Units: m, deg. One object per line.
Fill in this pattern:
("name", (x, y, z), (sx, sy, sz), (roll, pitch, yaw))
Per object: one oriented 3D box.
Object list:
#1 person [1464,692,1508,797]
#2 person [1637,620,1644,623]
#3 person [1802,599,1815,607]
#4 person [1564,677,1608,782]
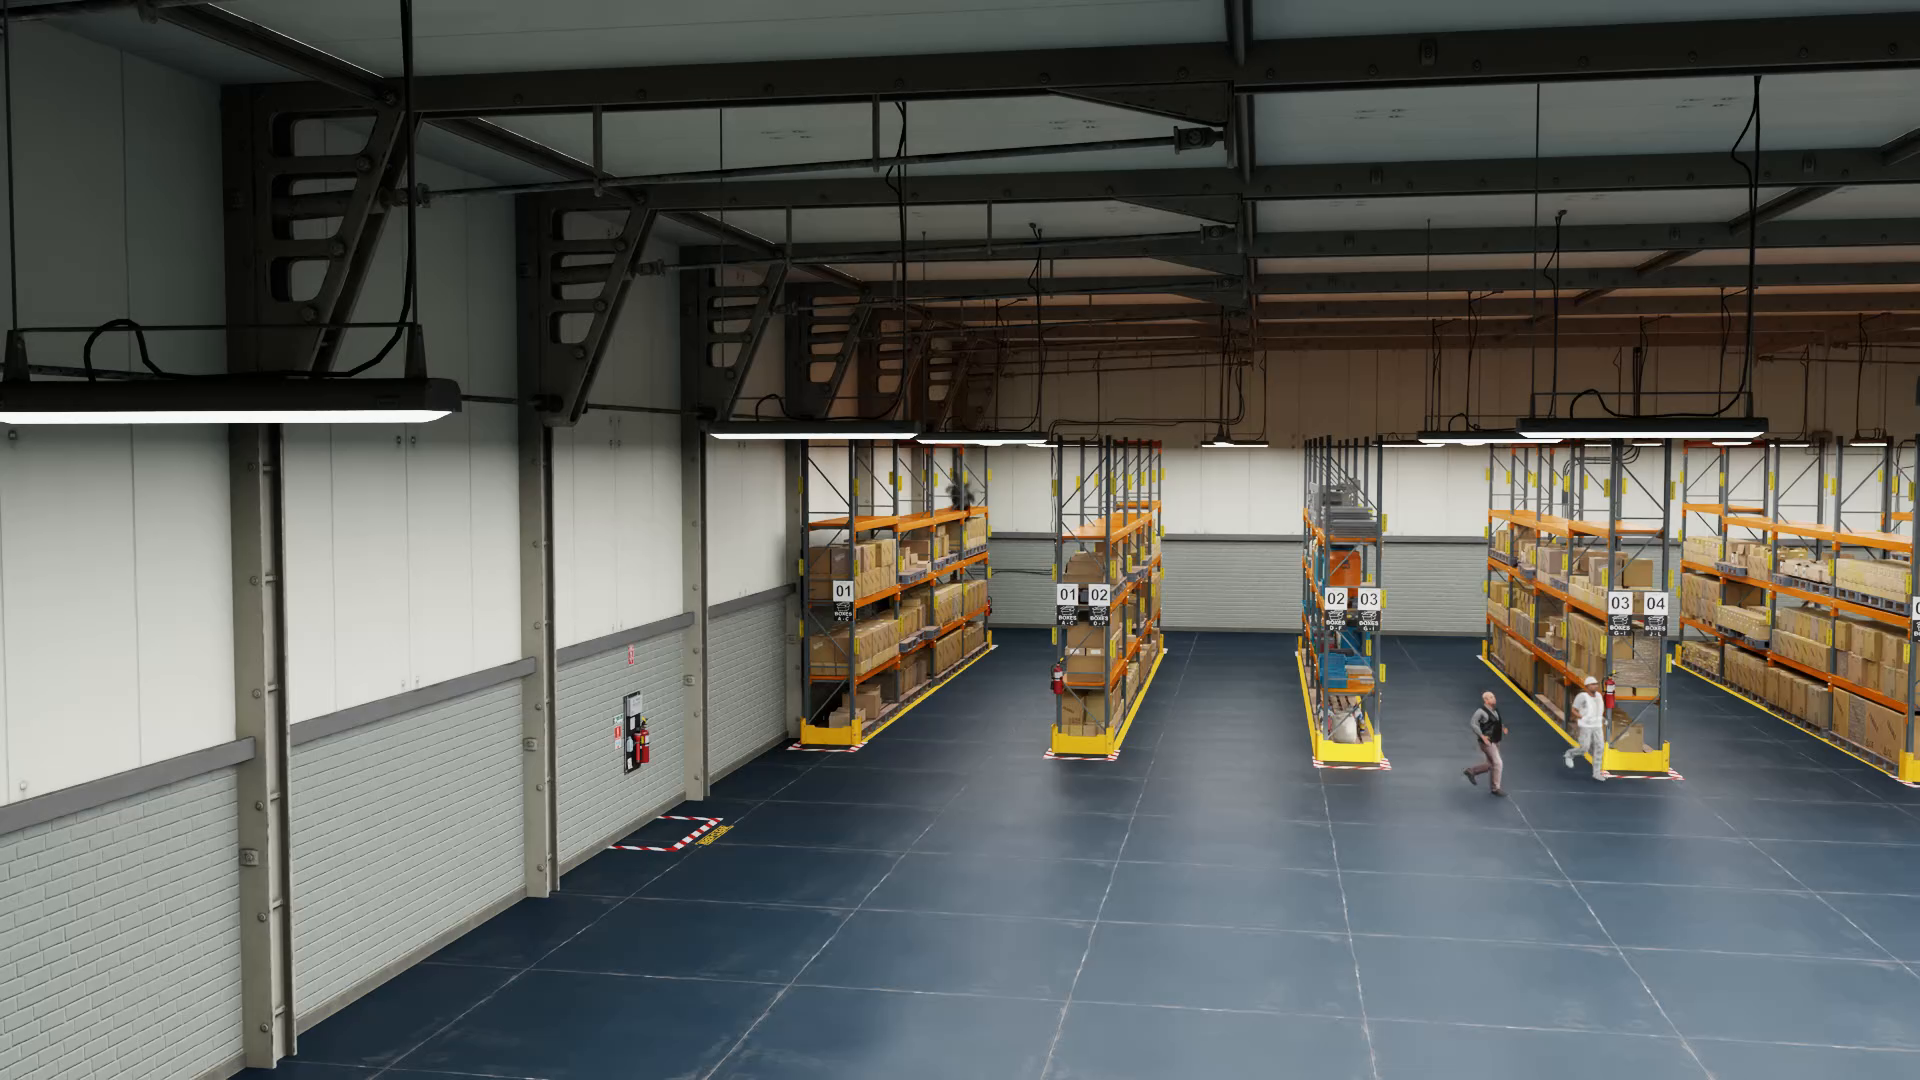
("person", (8.787, 3.380, 27.718), (0.783, 1.718, 0.657), (3, 4, 44))
("person", (18.121, 2.458, 44.543), (0.668, 1.729, 0.862), (2, 4, 36))
("person", (23.095, 2.387, 45.236), (0.910, 1.821, 0.675), (1, 3, 17))
("person", (11.010, 3.272, 29.069), (0.711, 1.772, 0.950), (-1, 3, -20))
